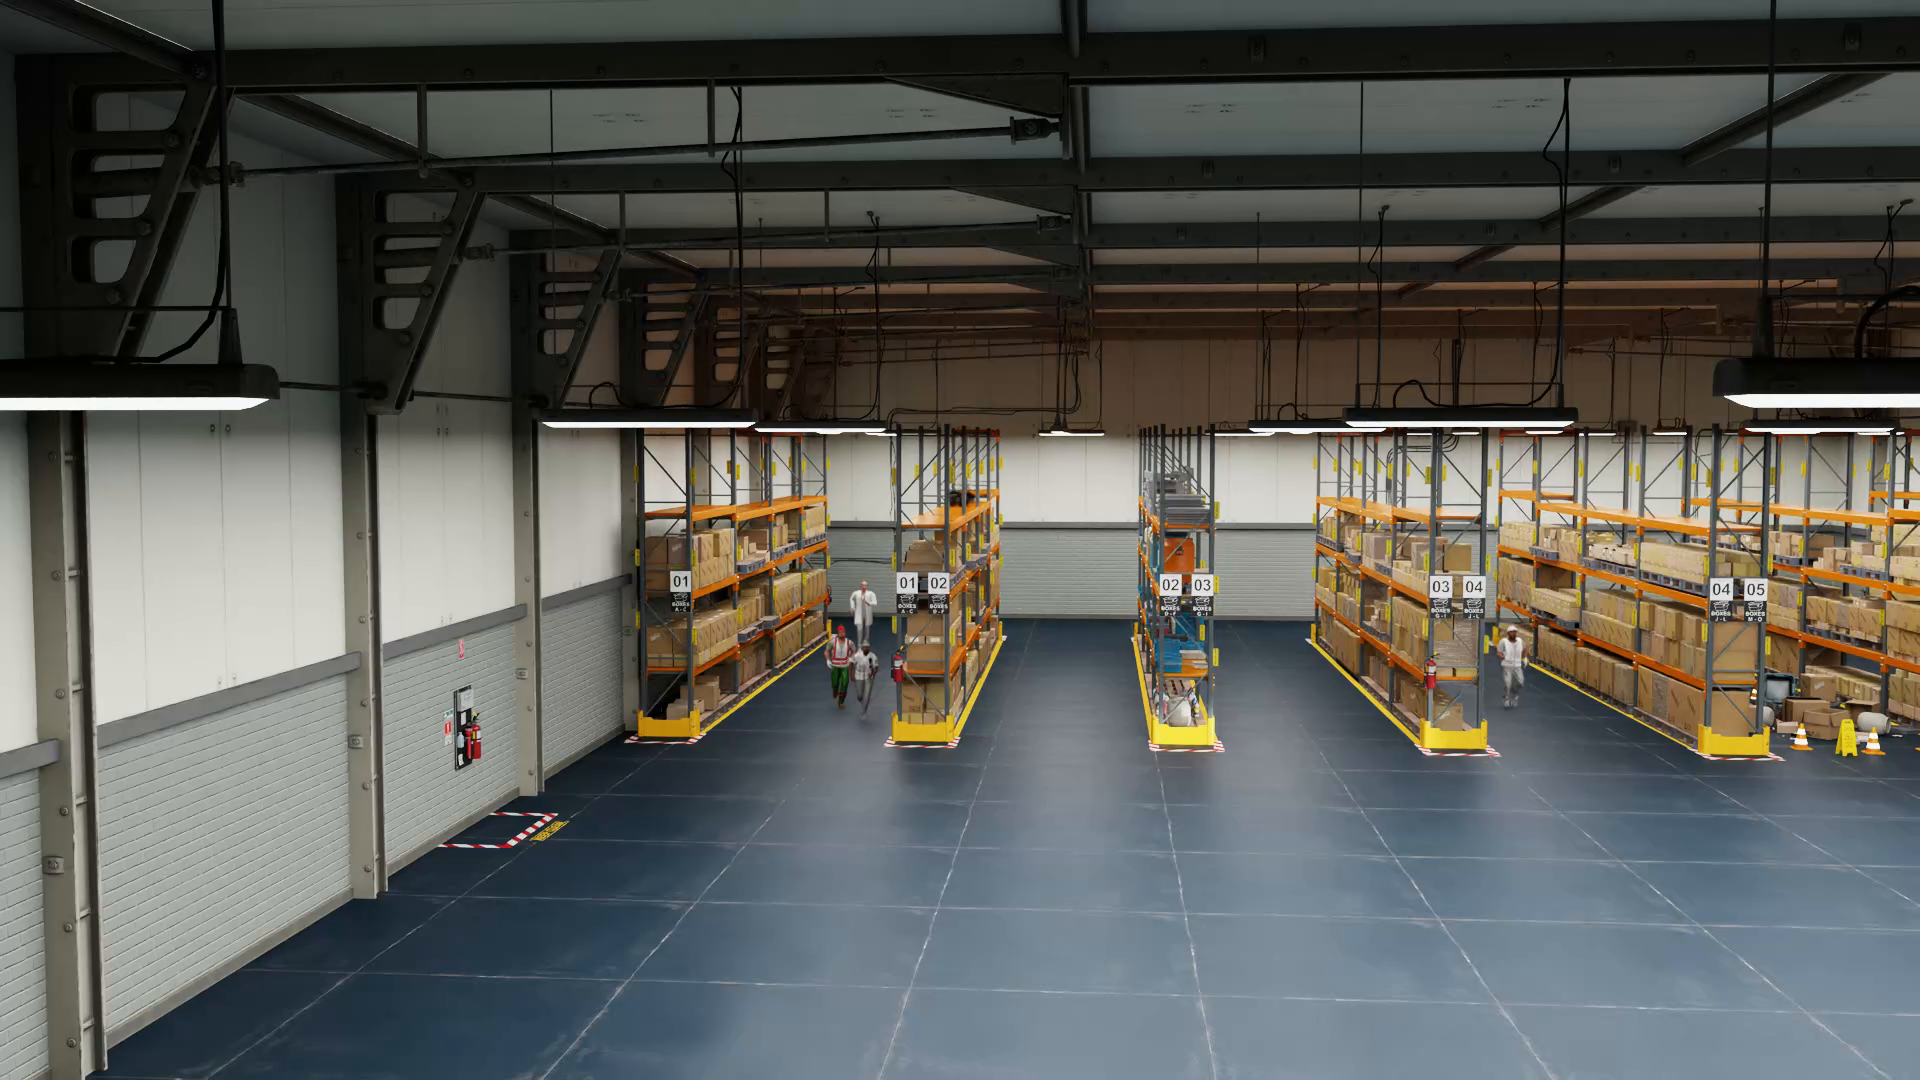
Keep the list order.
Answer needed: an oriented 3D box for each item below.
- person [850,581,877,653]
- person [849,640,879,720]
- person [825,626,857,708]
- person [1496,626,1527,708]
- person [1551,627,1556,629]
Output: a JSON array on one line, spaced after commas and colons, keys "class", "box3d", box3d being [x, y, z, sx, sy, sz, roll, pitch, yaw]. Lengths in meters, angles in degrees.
[{"class": "person", "box3d": [-2.477, 1.984, 42.773, 0.681, 1.857, 0.881, 0, 3, -5]}, {"class": "person", "box3d": [-1.959, 2.854, 33.992, 0.611, 1.653, 0.664, 0, 3, -1]}, {"class": "person", "box3d": [-2.539, 2.702, 35.491, 0.700, 1.741, 0.600, 0, 3, -5]}, {"class": "person", "box3d": [11.741, 2.694, 35.266, 0.721, 1.759, 0.638, 0, 3, -1]}, {"class": "person", "box3d": [16.677, 2.093, 46.553, 0.605, 1.649, 0.721, -2, 4, -28]}]
